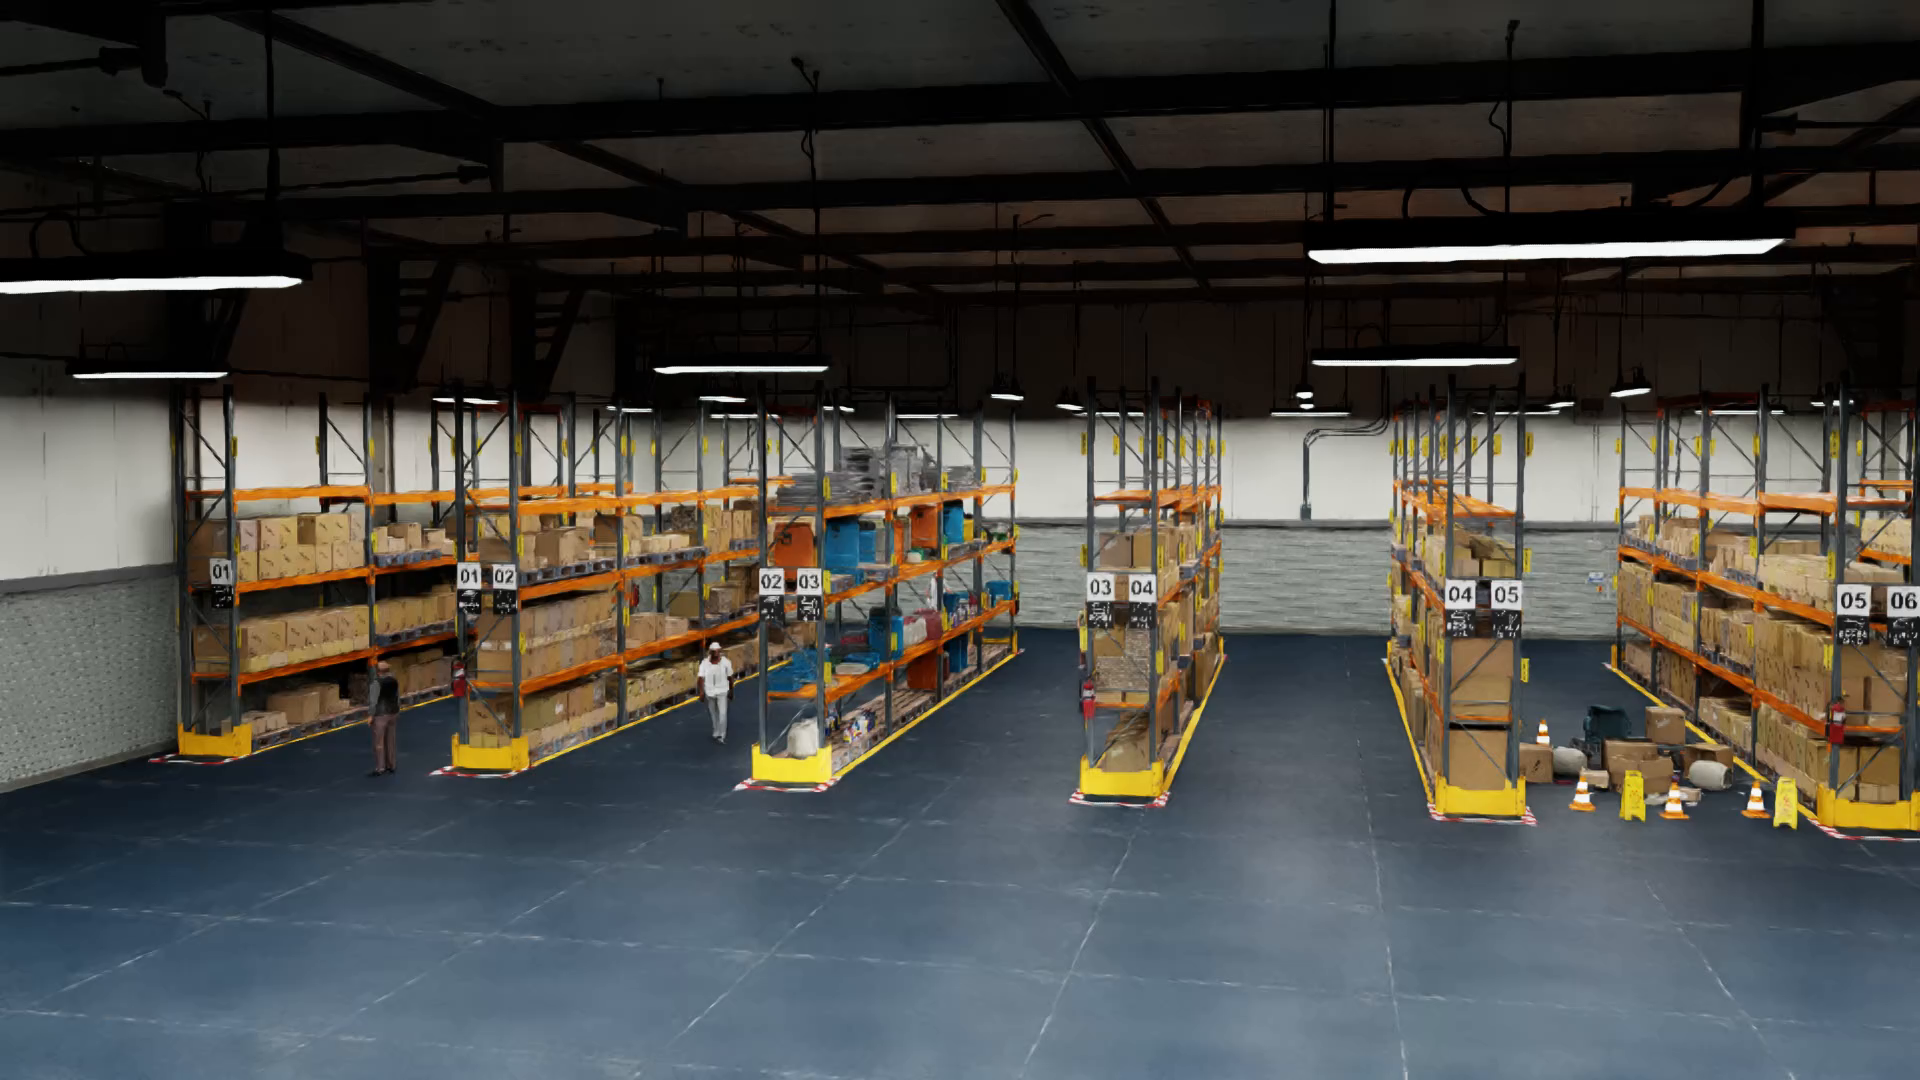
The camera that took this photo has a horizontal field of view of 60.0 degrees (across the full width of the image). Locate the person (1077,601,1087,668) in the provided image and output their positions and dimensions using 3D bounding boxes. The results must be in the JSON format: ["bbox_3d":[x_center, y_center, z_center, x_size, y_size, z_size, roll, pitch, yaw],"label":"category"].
[{"bbox_3d":[2.916,2.091,37.403,0.598,1.585,0.507,1,3,10],"label":"person"}]

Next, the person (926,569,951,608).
[{"bbox_3d":[-0.589,1.643,44.635,0.677,1.740,0.552,1,3,11],"label":"person"}]

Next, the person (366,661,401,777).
[{"bbox_3d":[-8.813,2.722,25.408,0.410,1.761,0.581,2,4,30],"label":"person"}]

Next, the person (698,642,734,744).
[{"bbox_3d":[-4.138,2.566,28.112,0.571,1.708,1.035,0,3,3],"label":"person"}]
